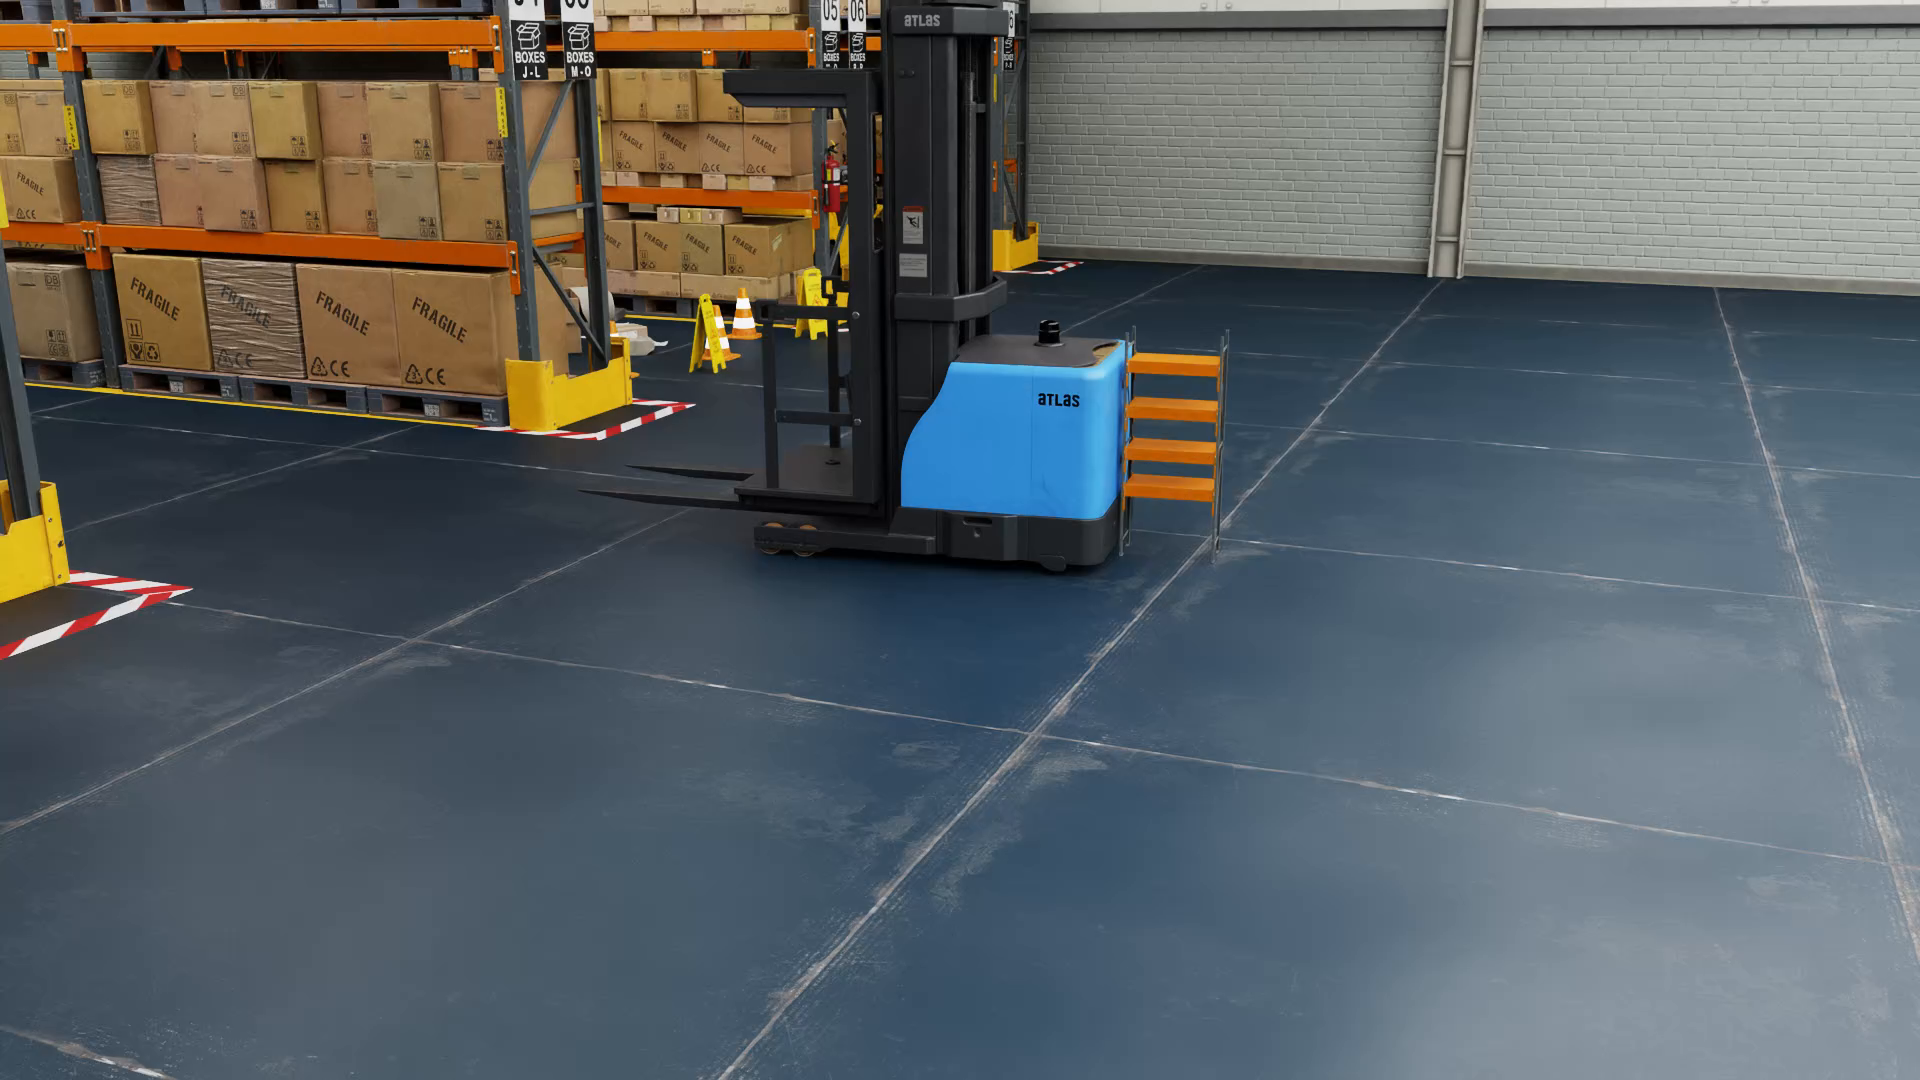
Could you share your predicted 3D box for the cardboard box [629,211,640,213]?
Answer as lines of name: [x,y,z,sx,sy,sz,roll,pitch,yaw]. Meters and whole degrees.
cardboard box: [-3.777,-3.278,17.918,0.500,0.500,0.500,7,17,22]

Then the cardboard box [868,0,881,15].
cardboard box: [-0.778,-6.809,20.754,0.500,0.500,0.700,6,17,21]

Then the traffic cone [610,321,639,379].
traffic cone: [-2.874,-1.580,13.786,0.334,0.463,0.336,6,17,21]

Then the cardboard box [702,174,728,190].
cardboard box: [-2.363,-3.579,16.574,0.250,0.149,0.380,7,17,22]

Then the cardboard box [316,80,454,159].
cardboard box: [-4.248,-3.139,12.401,0.550,0.550,0.875,6,17,21]

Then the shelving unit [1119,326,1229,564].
shelving unit: [1.123,-0.502,8.751,0.503,1.200,0.258,4,17,15]

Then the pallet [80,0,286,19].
pallet: [-5.865,-4.096,12.683,1.213,0.211,1.003,6,17,21]

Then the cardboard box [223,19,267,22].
cardboard box: [-7.743,-5.877,18.479,0.500,0.500,0.700,6,17,21]

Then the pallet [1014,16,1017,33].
pallet: [-0.009,-6.435,20.737,1.213,0.211,1.003,6,17,21]

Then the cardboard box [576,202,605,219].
cardboard box: [-3.877,-3.421,17.248,0.250,0.149,0.380,7,18,23]

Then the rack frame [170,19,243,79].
rack frame: [-8.621,-4.488,19.254,0.127,3.000,1.000,6,17,21]

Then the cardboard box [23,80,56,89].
cardboard box: [-10.605,-5.158,19.588,0.500,0.500,0.500,6,17,20]

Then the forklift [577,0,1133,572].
forklift: [-0.608,-1.454,8.926,3.031,2.935,1.130,4,17,15]

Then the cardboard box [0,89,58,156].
cardboard box: [-7.565,-3.415,13.582,0.500,0.500,0.700,6,17,20]

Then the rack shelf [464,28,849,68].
rack shelf: [-3.039,-4.970,16.822,4.000,0.370,1.077,6,17,21]

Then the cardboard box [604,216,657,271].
cardboard box: [-3.466,-3.085,17.253,0.500,0.500,0.500,7,18,24]

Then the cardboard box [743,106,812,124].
cardboard box: [-1.734,-4.337,16.225,0.500,0.500,0.700,6,17,19]

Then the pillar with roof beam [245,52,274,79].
pillar with roof beam: [-12.420,-8.255,21.467,0.400,9.000,9.100,6,17,21]

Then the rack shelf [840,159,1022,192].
rack shelf: [-1.221,-4.817,21.676,4.000,0.370,1.077,6,17,21]

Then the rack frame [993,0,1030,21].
rack frame: [0.639,-7.839,20.034,0.127,3.000,1.000,6,17,21]

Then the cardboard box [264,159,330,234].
cardboard box: [-4.765,-2.658,12.680,0.500,0.550,0.875,6,17,21]

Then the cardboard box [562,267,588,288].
cardboard box: [-3.949,-2.778,17.542,0.500,0.250,0.500,7,18,24]

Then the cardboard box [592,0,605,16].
cardboard box: [-3.646,-5.369,16.644,0.500,0.250,0.500,6,17,21]

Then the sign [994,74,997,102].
sign: [0.427,-5.488,20.196,0.005,0.325,0.100,6,17,21]

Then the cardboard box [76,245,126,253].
cardboard box: [-10.061,-3.854,20.127,0.875,0.875,0.875,7,17,21]

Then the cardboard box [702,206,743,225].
cardboard box: [-2.386,-3.257,16.683,0.250,0.149,0.380,7,18,22]

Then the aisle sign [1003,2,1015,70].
aisle sign: [0.593,-6.123,20.223,0.004,0.787,0.394,6,17,21]

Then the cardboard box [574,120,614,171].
cardboard box: [-3.655,-4.053,17.040,0.500,0.500,0.500,6,17,20]

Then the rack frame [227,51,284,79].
rack frame: [-10.524,-6.185,25.099,0.127,3.000,1.000,6,17,21]

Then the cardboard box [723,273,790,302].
cardboard box: [-2.052,-2.566,16.813,0.500,0.250,0.500,6,17,20]

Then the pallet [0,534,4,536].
pallet: [-5.628,0.139,8.315,1.213,0.211,1.003,6,17,21]

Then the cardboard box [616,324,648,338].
cardboard box: [-3.138,-1.911,15.489,0.380,0.149,0.250,-12,20,-37]

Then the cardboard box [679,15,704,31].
cardboard box: [-2.552,-5.063,16.304,0.250,0.149,0.380,6,17,20]

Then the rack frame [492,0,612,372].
rack frame: [-2.901,-2.376,11.977,0.127,3.000,1.000,6,17,21]

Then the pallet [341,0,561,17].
pallet: [-3.595,-3.847,11.823,1.213,0.211,1.003,6,17,21]

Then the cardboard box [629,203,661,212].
cardboard box: [-4.290,-4.560,23.007,0.625,0.625,0.875,6,17,20]

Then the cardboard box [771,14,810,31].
cardboard box: [-1.613,-4.954,15.928,0.250,0.149,0.380,6,17,21]

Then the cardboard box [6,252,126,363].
cardboard box: [-7.232,-1.946,13.780,0.750,0.750,1.050,6,17,20]

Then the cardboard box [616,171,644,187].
cardboard box: [-3.293,-3.691,16.959,0.250,0.149,0.380,6,17,20]

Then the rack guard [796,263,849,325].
rack guard: [-1.249,-2.477,16.810,0.348,0.500,1.175,6,17,21]

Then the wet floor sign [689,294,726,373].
wet floor sign: [-2.147,-1.756,14.064,0.232,0.644,0.267,3,17,11]

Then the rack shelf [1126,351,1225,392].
rack shelf: [1.123,-0.879,8.641,0.480,0.148,0.258,4,17,15]

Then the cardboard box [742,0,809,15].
cardboard box: [-1.753,-5.164,15.936,0.500,0.250,0.500,6,17,20]

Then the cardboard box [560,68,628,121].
cardboard box: [-3.646,-4.533,16.900,0.500,0.500,0.700,6,17,19]

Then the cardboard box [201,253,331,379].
cardboard box: [-5.223,-1.793,13.026,0.875,0.875,0.875,6,17,21]

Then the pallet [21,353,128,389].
pallet: [-7.367,-1.505,13.980,1.213,0.211,1.003,6,17,21]

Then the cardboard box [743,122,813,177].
cardboard box: [-1.785,-3.845,16.325,0.500,0.500,0.500,6,17,20]

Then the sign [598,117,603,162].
sign: [-2.692,-2.973,12.339,0.005,0.325,0.100,6,17,21]

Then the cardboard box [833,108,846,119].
cardboard box: [-1.451,-5.462,21.266,0.250,0.149,0.380,6,17,19]

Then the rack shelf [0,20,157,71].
rack shelf: [-8.482,-4.085,13.773,4.000,0.370,1.077,6,17,21]

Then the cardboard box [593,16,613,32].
cardboard box: [-3.533,-5.149,16.600,0.250,0.149,0.380,6,17,20]

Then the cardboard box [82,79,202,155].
cardboard box: [-6.291,-3.329,13.054,0.550,0.550,0.875,6,17,21]
